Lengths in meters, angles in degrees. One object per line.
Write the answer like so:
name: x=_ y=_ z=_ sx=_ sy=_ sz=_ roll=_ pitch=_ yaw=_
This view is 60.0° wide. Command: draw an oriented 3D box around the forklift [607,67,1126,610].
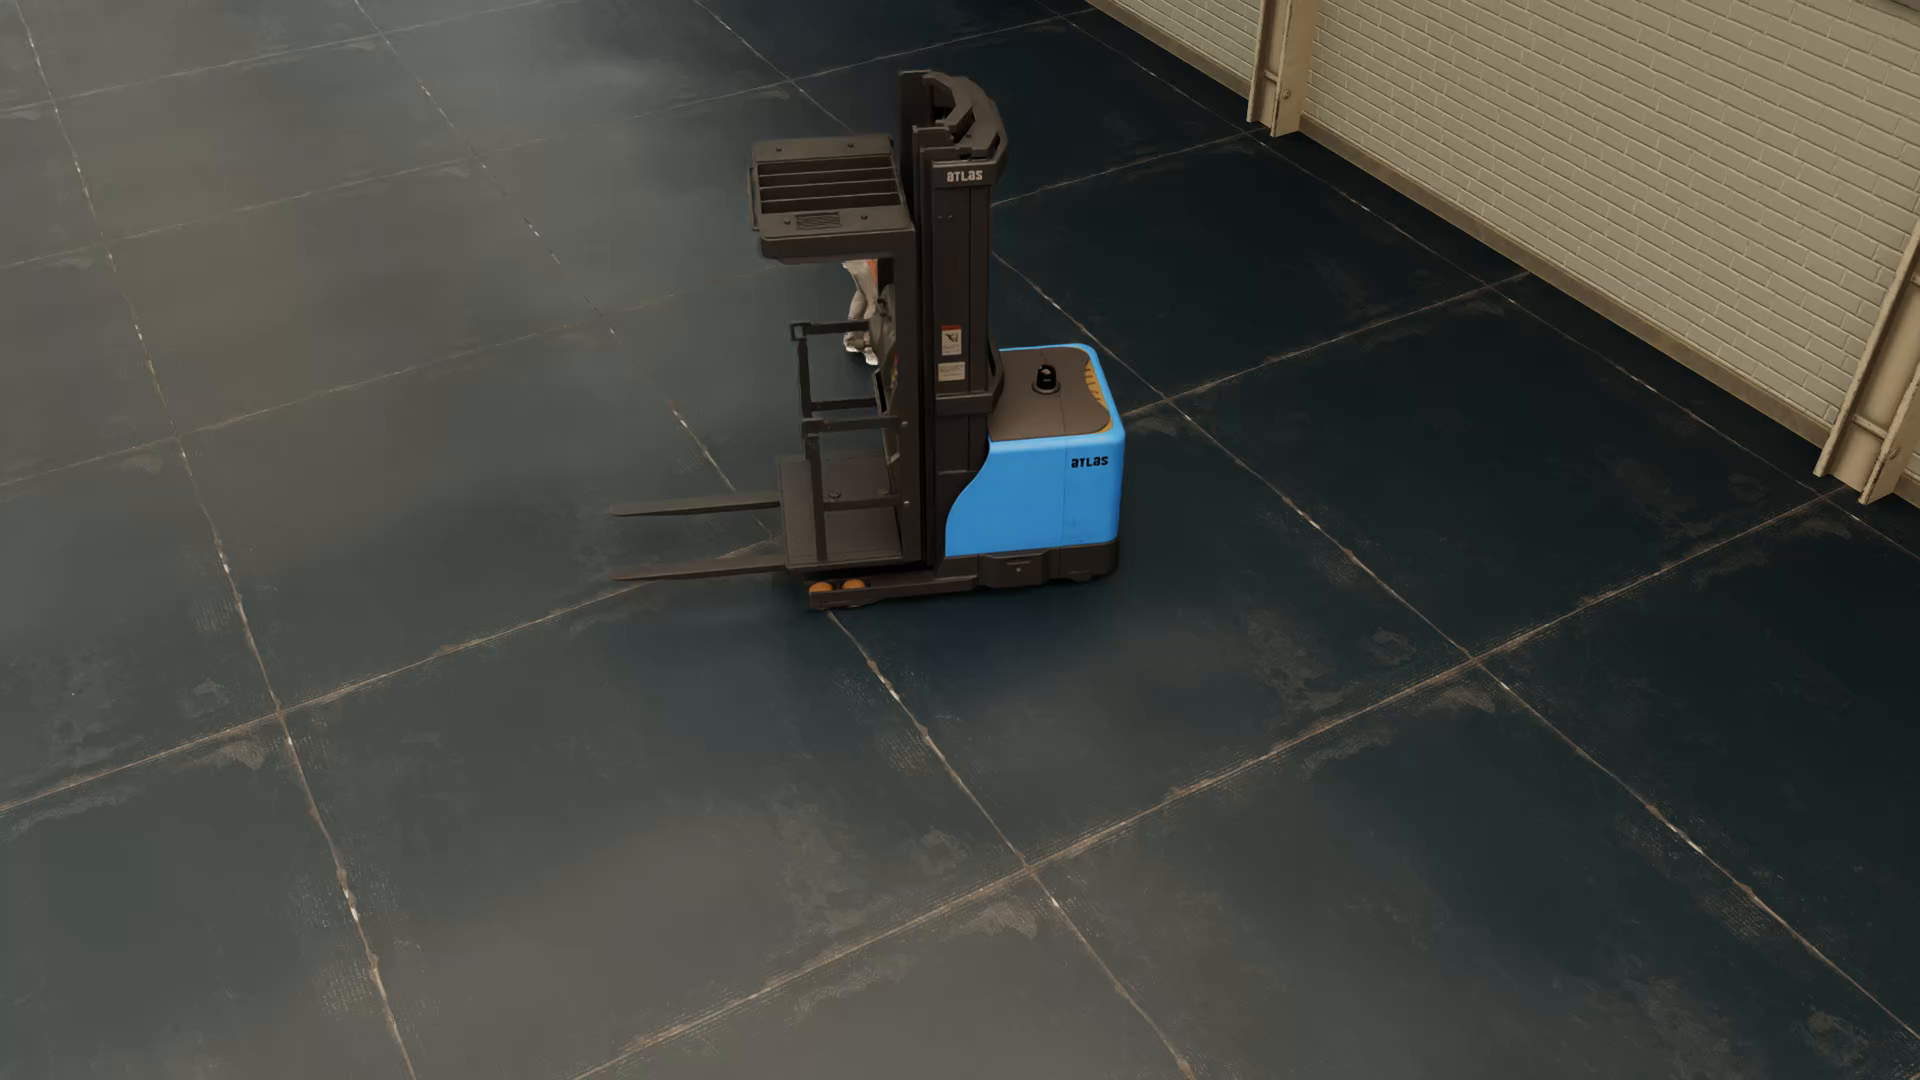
forklift: x=-0.604 y=-1.075 z=9.332 sx=3.031 sy=2.935 sz=1.130 roll=-5 pitch=40 yaw=-6

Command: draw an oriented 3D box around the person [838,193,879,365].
person: x=-0.641 y=-1.959 z=11.453 sx=0.397 sy=1.587 sz=0.560 roll=-12 pitch=41 yaw=-14
